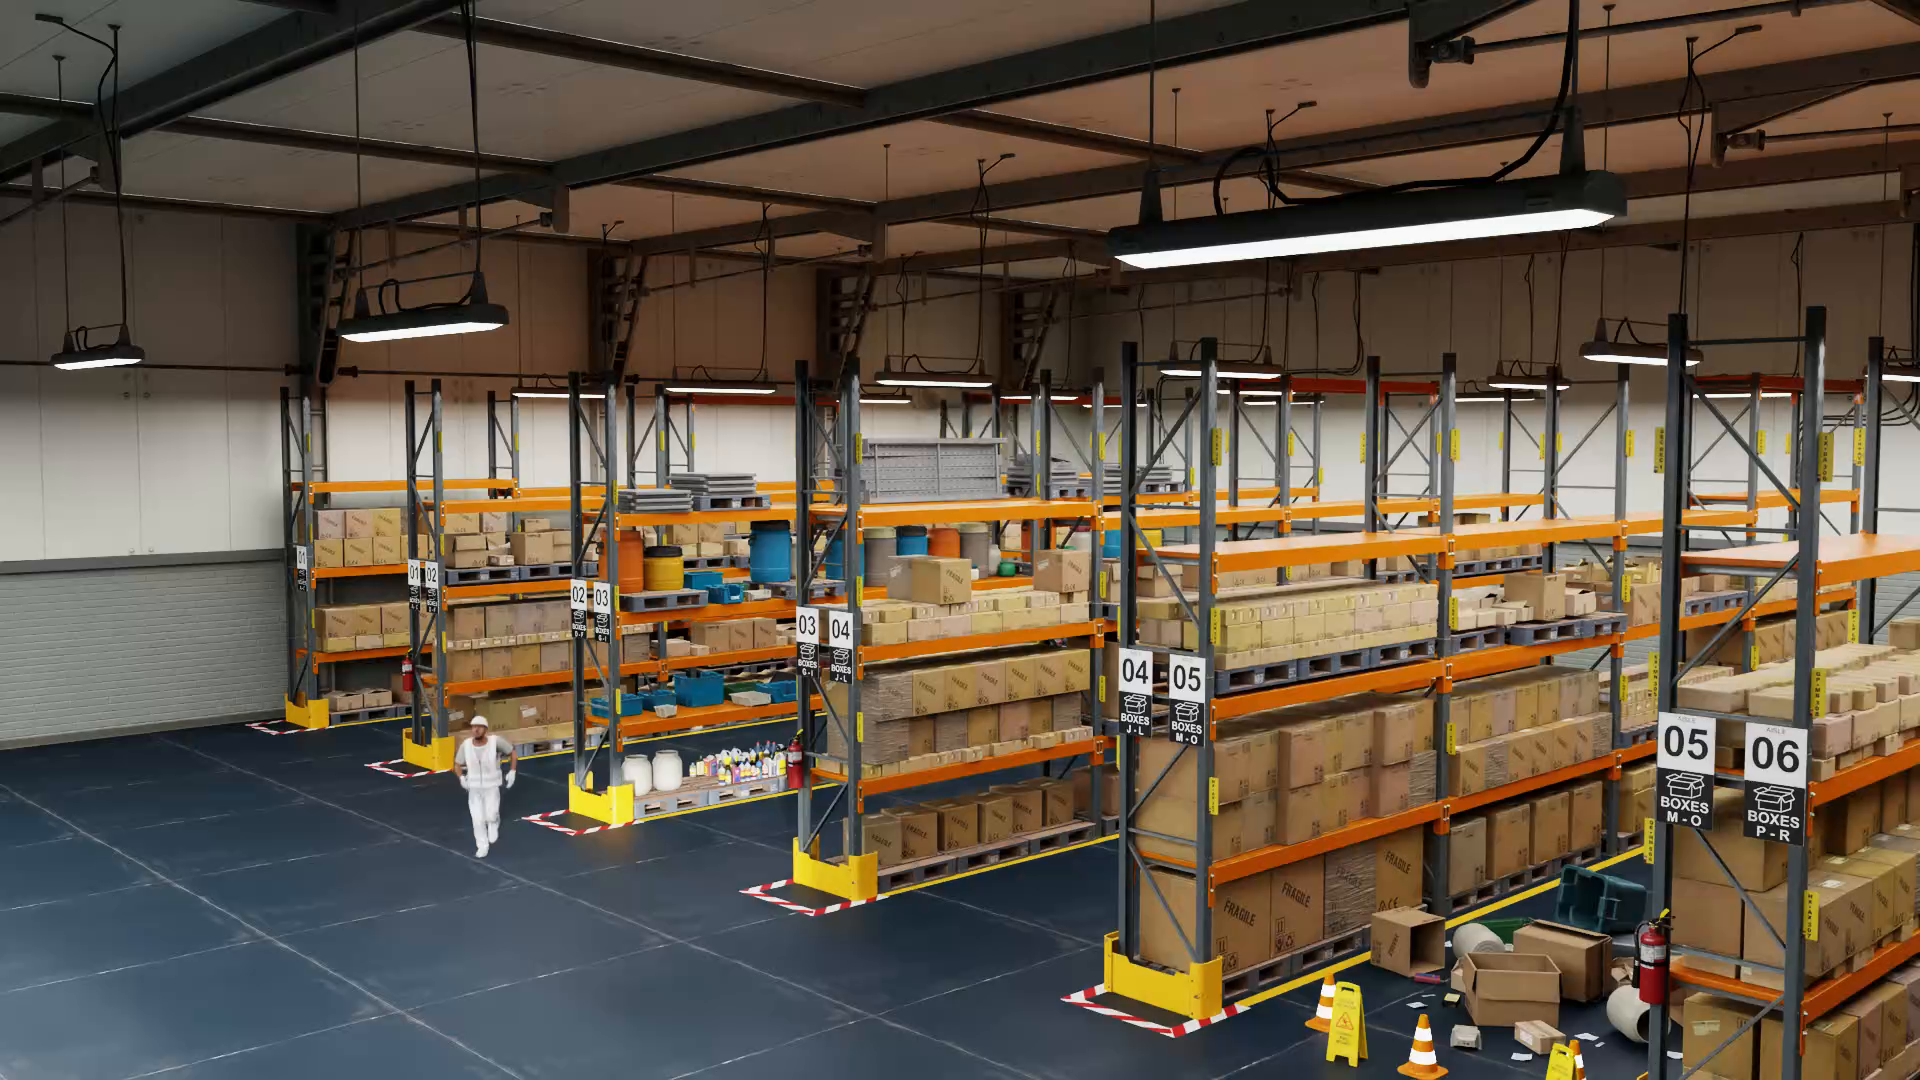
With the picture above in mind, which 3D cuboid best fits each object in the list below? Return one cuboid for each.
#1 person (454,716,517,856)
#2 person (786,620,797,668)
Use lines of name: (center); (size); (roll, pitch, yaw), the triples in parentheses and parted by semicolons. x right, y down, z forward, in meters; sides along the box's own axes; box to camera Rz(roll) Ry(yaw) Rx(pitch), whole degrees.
person: (-5.797, 3.005, 20.256); (0.704, 1.737, 0.656); (0, 4, -4)
person: (-3.201, 2.168, 33.394); (0.907, 1.682, 0.564); (-3, 5, -43)
